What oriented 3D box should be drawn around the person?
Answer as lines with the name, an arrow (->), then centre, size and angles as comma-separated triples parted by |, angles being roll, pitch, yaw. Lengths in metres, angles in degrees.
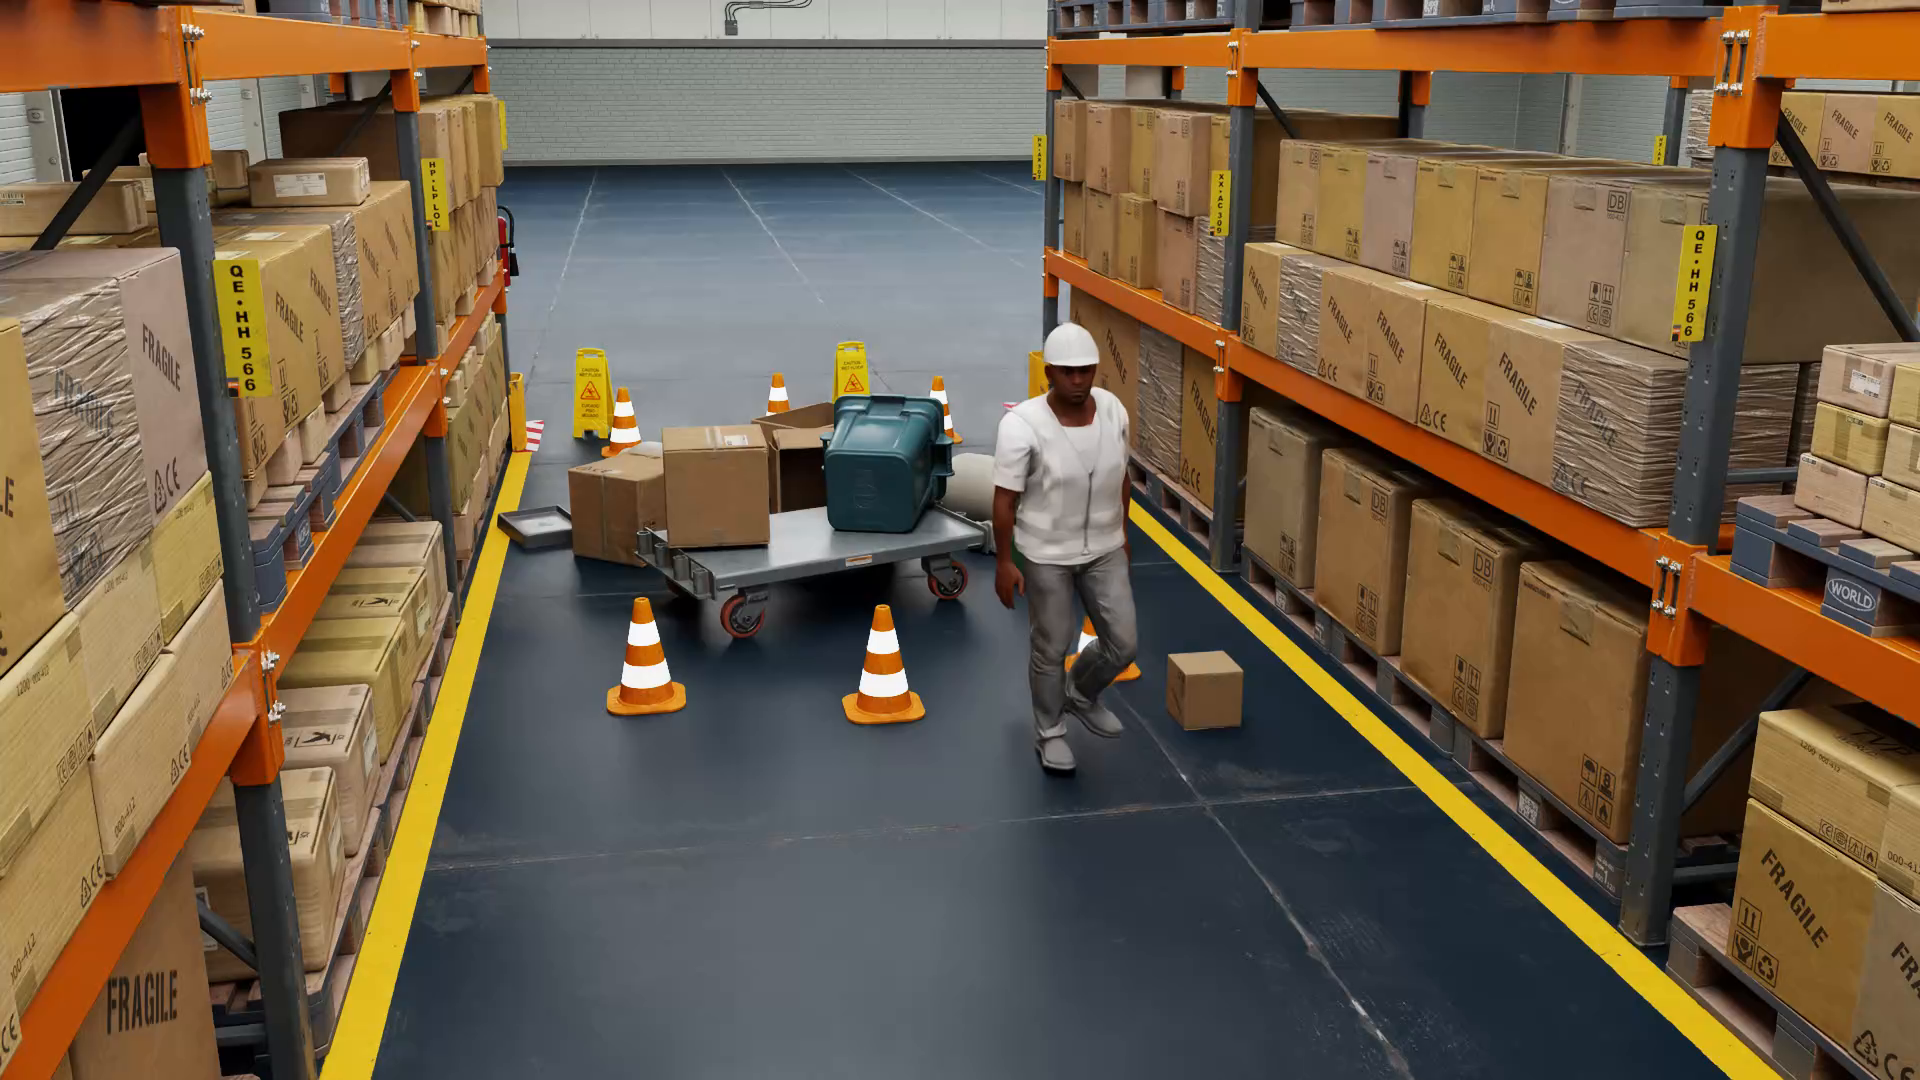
person -> 0.409, 0.042, 6.304 | 0.616, 1.754, 0.495 | -6, 17, -19
